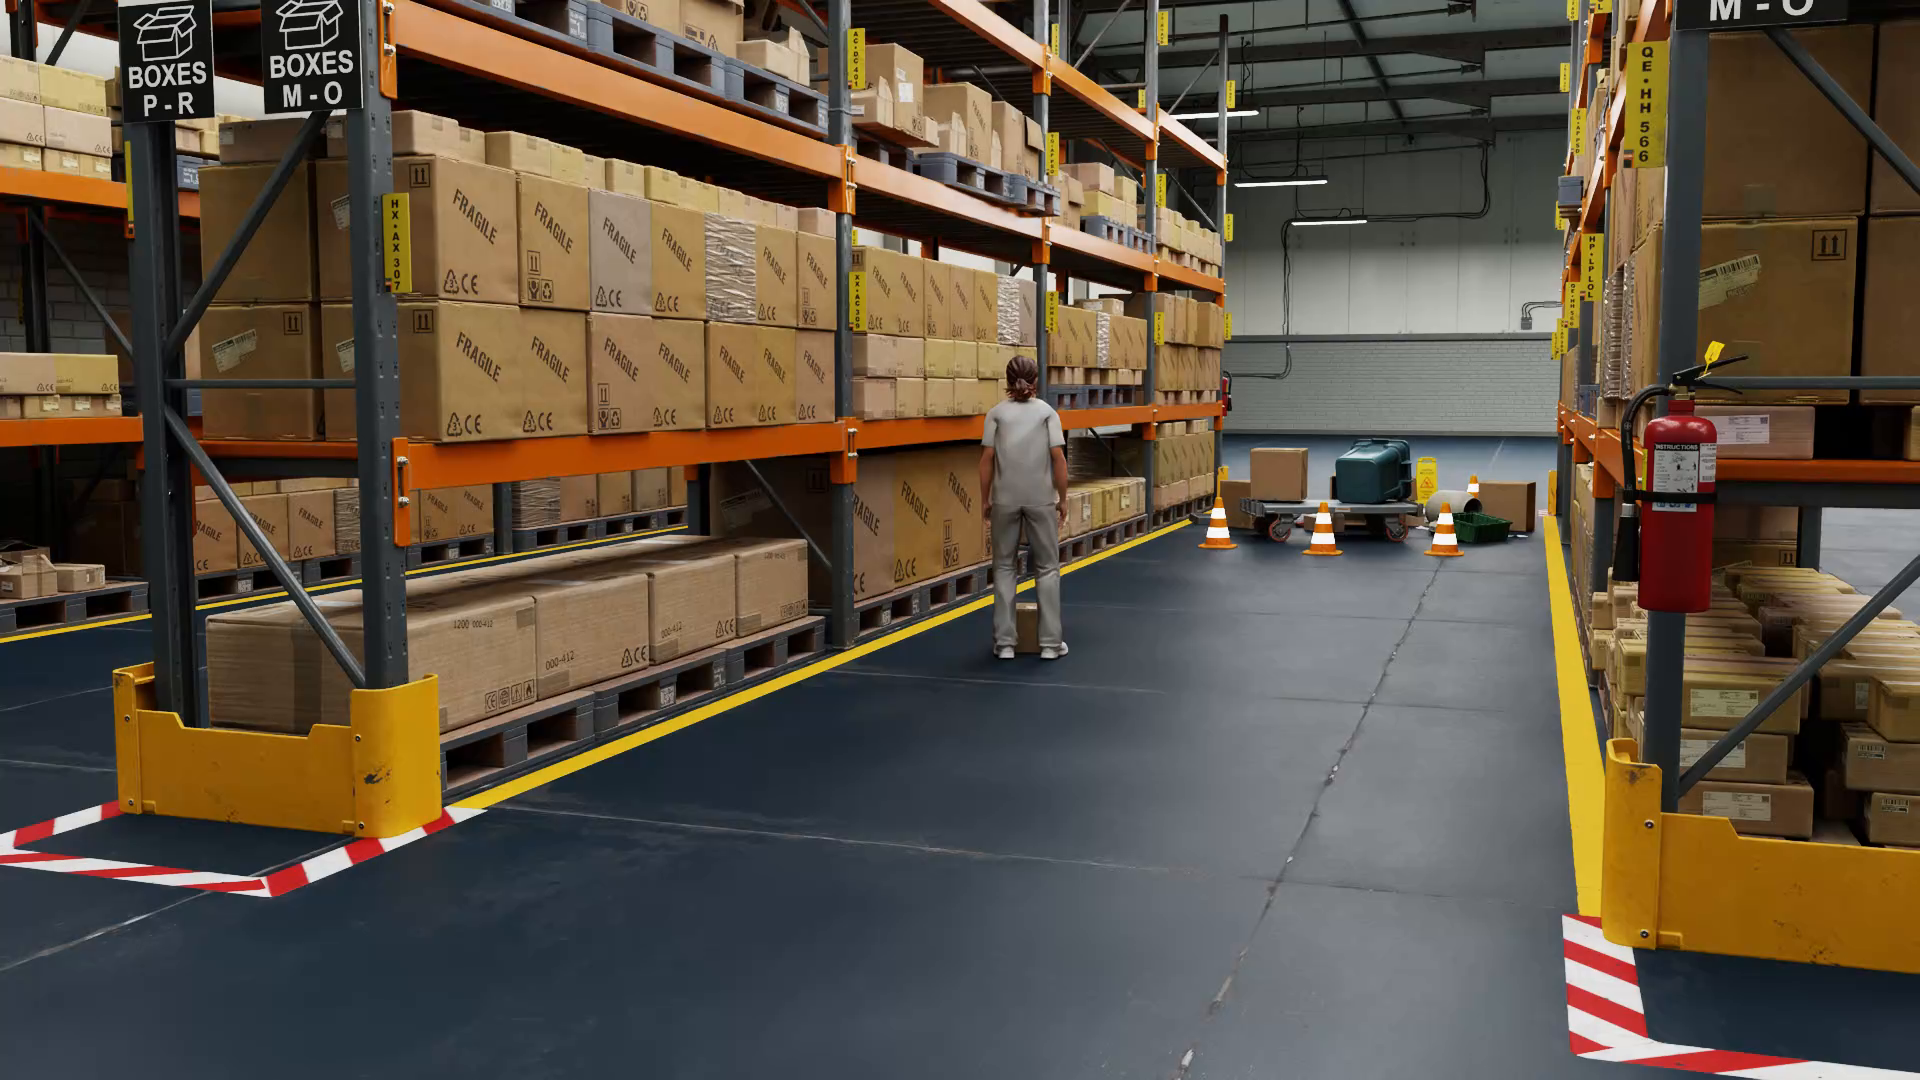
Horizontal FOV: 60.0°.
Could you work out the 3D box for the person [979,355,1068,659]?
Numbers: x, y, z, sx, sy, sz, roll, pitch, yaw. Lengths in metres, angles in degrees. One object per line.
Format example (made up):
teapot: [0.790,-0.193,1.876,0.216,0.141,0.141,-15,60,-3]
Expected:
person: [0.353,-0.181,9.191,0.489,1.668,0.358,1,5,6]
